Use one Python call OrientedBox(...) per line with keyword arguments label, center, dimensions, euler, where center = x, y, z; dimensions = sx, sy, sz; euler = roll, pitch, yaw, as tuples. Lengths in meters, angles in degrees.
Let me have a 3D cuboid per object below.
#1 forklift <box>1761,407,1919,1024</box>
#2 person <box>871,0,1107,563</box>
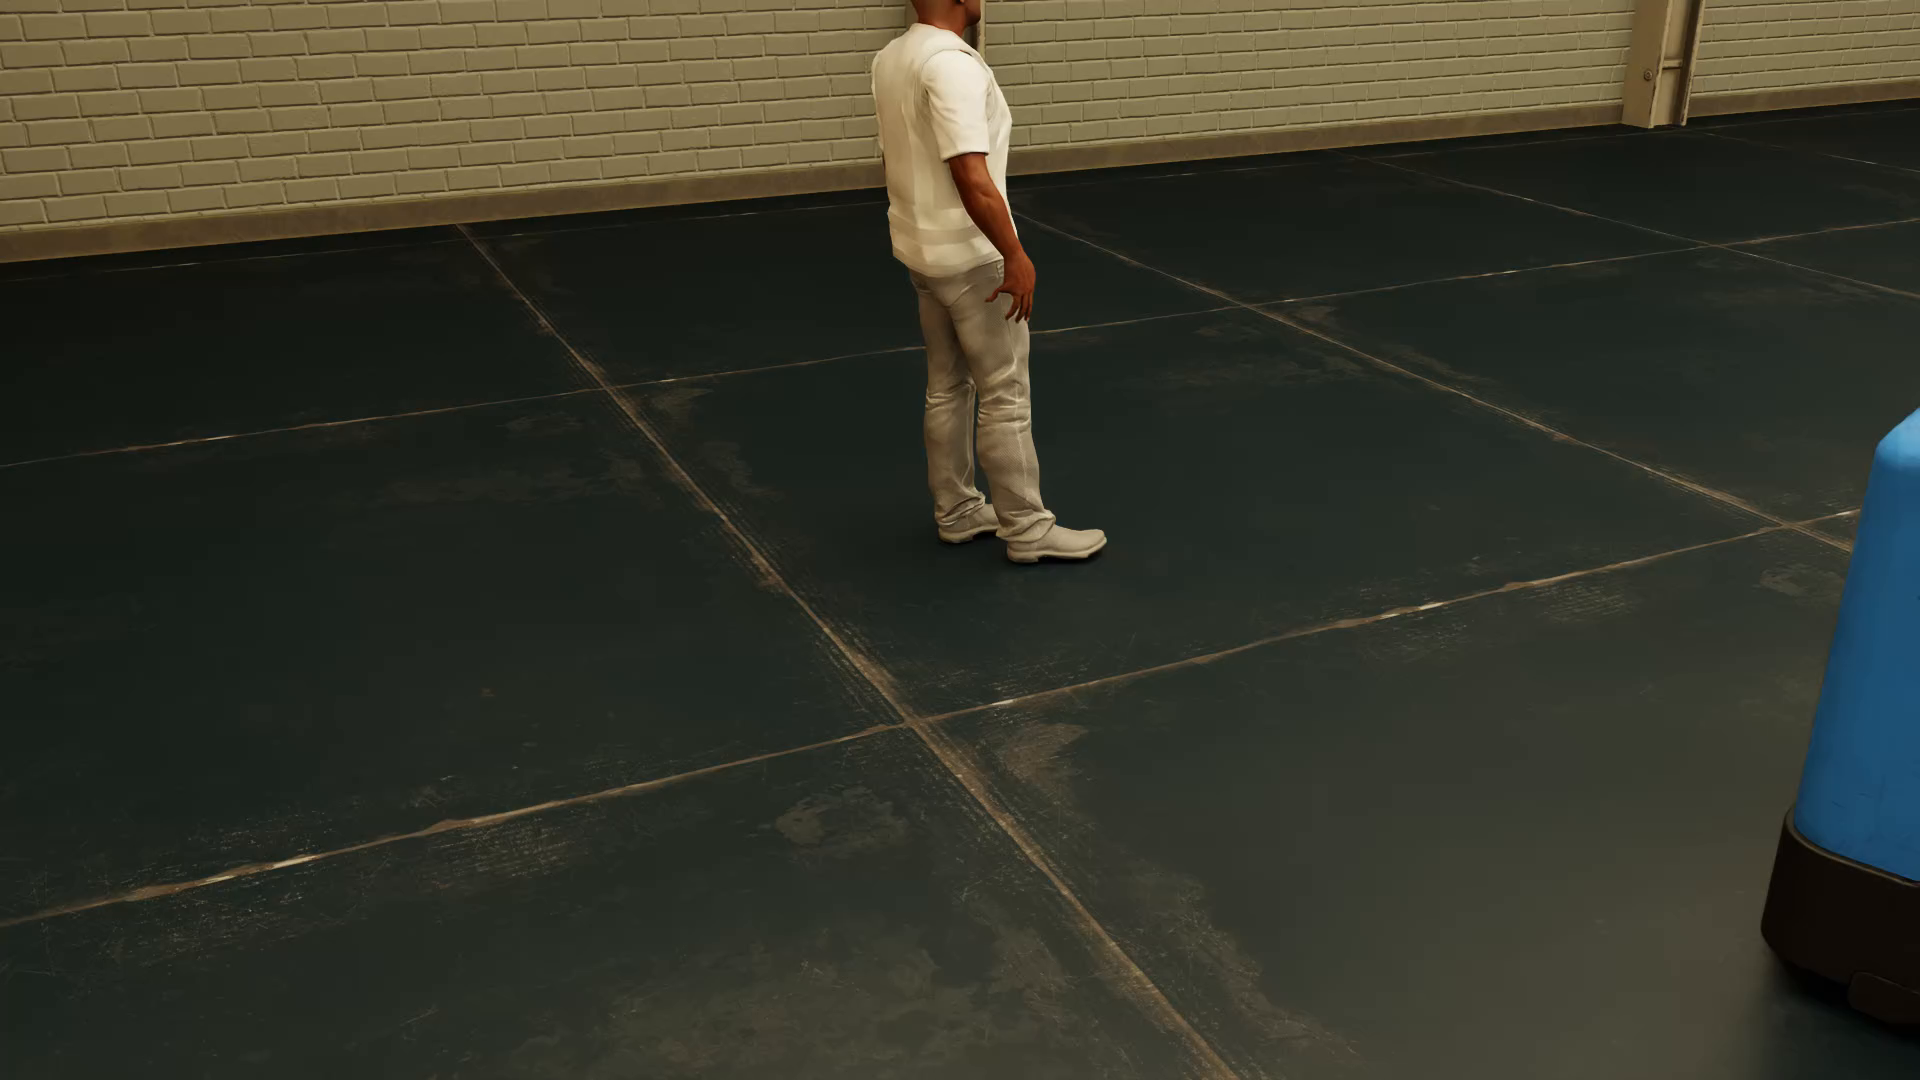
OrientedBox(label="forklift", center=(2.940, -0.293, 1.992), dimensions=(3.031, 2.935, 1.130), euler=(19, 29, 38))
OrientedBox(label="person", center=(0.066, -0.832, 4.788), dimensions=(0.575, 1.768, 0.665), euler=(-10, 25, -23))
